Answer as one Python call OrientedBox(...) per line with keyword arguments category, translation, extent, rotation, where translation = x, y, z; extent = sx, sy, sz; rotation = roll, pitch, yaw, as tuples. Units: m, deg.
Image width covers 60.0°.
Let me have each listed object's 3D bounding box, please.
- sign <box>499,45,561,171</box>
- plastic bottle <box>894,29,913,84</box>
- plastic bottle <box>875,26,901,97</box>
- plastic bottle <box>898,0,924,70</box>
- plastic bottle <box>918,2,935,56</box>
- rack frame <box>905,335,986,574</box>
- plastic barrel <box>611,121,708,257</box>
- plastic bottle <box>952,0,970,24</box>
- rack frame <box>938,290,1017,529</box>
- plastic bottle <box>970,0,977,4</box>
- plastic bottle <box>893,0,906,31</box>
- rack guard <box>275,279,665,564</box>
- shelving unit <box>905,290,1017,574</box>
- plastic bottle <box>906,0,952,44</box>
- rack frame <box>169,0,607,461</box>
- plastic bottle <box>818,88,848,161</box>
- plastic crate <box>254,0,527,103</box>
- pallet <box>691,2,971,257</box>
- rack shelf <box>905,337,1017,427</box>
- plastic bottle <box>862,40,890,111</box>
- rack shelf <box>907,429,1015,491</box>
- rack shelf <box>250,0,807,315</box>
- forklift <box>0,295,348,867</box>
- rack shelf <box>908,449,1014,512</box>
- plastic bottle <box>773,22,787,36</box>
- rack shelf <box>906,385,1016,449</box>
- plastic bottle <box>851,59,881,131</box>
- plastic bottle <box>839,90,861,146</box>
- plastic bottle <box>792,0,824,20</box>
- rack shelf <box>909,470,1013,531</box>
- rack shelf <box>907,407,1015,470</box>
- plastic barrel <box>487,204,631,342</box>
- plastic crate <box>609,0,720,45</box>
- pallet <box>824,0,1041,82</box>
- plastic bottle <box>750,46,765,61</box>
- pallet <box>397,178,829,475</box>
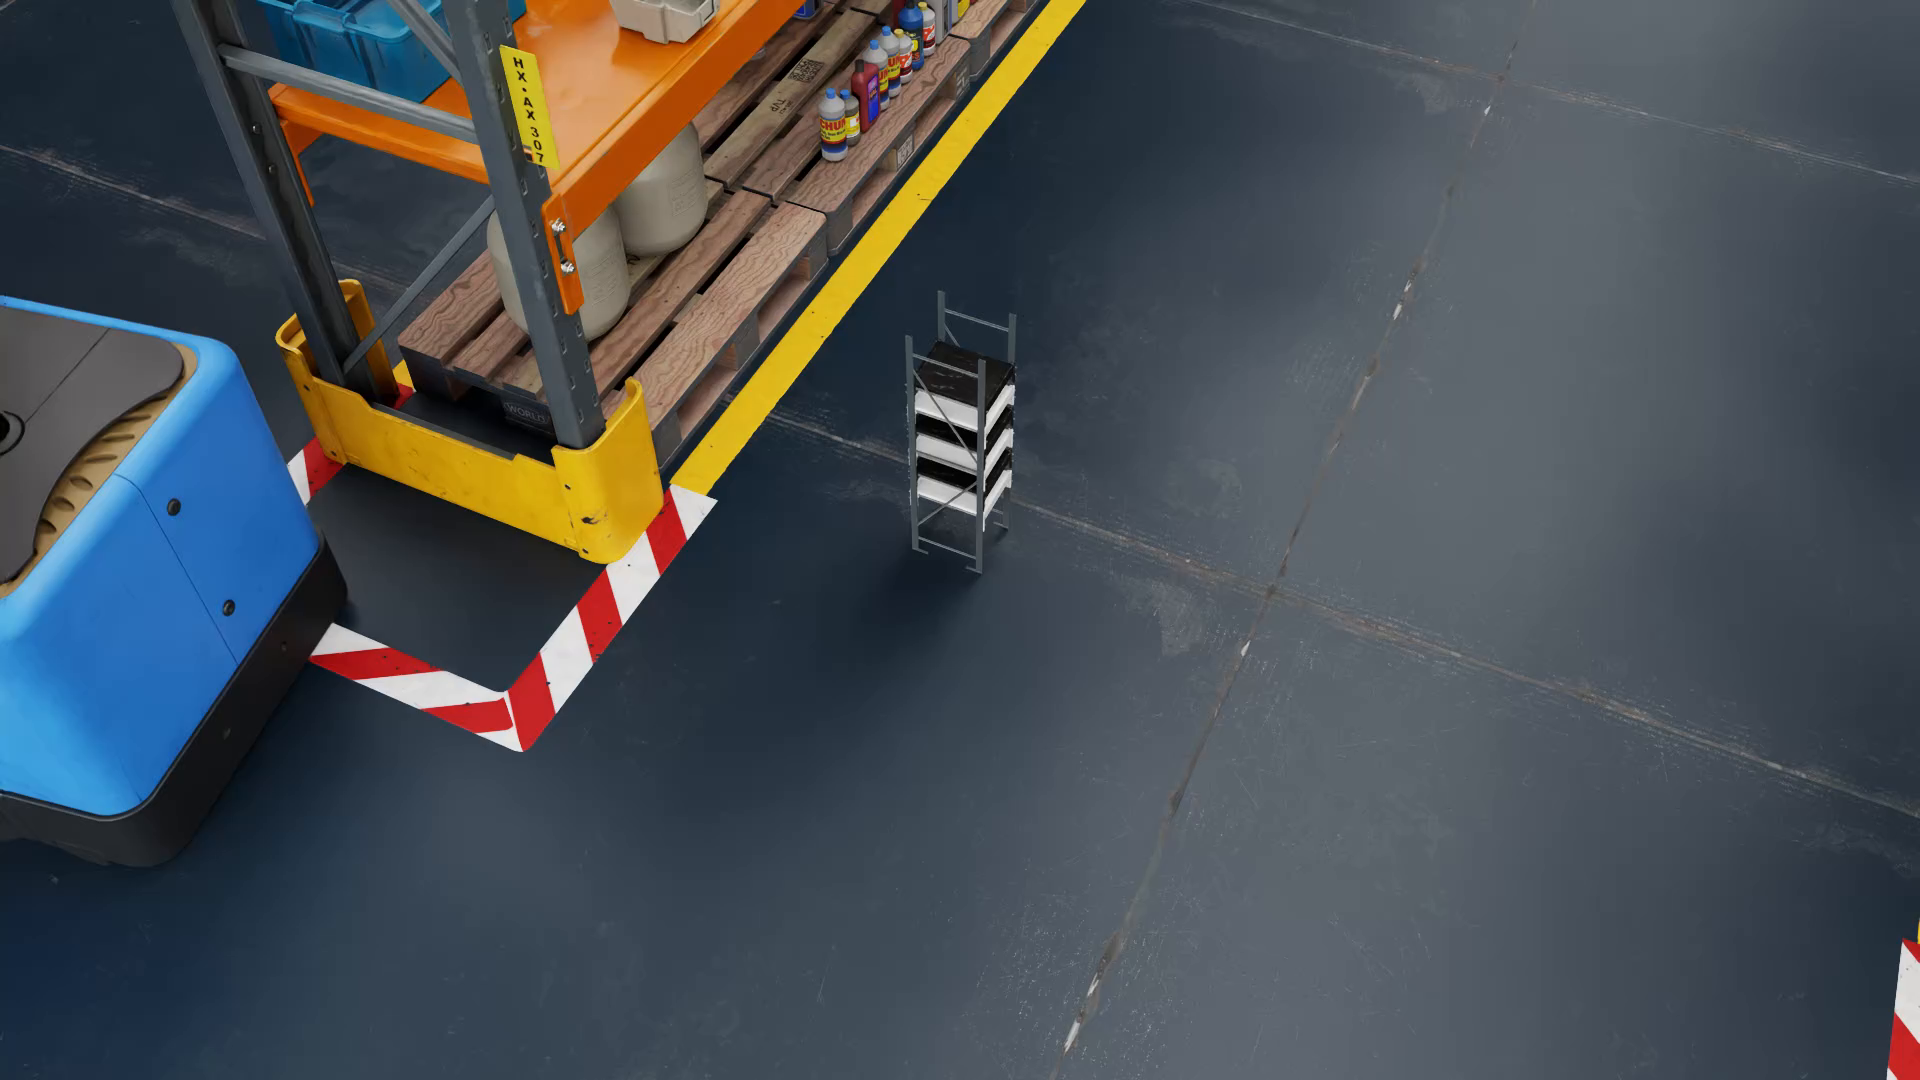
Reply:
OrientedBox(category="sign", translation=(-1.026, -1.029, 3.975), extent=(0.100, 0.325, 0.005), rotation=(20, 52, 16))
OrientedBox(category="plastic bottle", translation=(-0.234, -1.877, 6.427), extent=(0.097, 0.201, 0.097), rotation=(0, 50, 0))
OrientedBox(category="plastic bottle", translation=(-0.276, -1.832, 6.342), extent=(0.097, 0.271, 0.097), rotation=(0, 50, 0))
OrientedBox(category="plastic bottle", translation=(-0.190, -1.971, 6.461), extent=(0.097, 0.271, 0.097), rotation=(0, 50, 0))
OrientedBox(category="plastic bottle", translation=(-0.146, -2.019, 6.547), extent=(0.097, 0.201, 0.097), rotation=(0, 50, 0))
OrientedBox(category="rack frame", translation=(-0.040, -0.227, 4.852), extent=(0.240, 0.900, 0.006), rotation=(20, 52, 16))
OrientedBox(category="plastic barrel", translation=(-1.096, -1.275, 5.723), extent=(0.421, 0.512, 0.421), rotation=(0, 50, 0))
OrientedBox(category="plastic bottle", translation=(-0.047, -2.268, 6.661), extent=(0.144, 0.351, 0.185), rotation=(19, 52, 16))
OrientedBox(category="rack frame", translation=(0.047, -0.367, 4.972), extent=(0.240, 0.900, 0.006), rotation=(20, 52, 16))
OrientedBox(category="plastic bottle", translation=(0.059, -2.343, 6.769), extent=(0.061, 0.283, 0.133), rotation=(23, 53, 18))
OrientedBox(category="plastic bottle", translation=(-0.217, -2.170, 6.622), extent=(0.061, 0.283, 0.133), rotation=(20, 52, 16))
OrientedBox(category="rack guard", translation=(-1.532, -0.379, 5.244), extent=(1.175, 0.500, 0.348), rotation=(20, 52, 16))
OrientedBox(category="shelving unit", translation=(0.003, -0.297, 4.912), extent=(0.258, 0.900, 0.210), rotation=(20, 52, 16))
OrientedBox(category="plastic bottle", translation=(-0.120, -2.133, 6.595), extent=(0.152, 0.276, 0.135), rotation=(21, 53, 17))
OrientedBox(category="rack frame", translation=(-1.522, -1.122, 4.235), extent=(1.000, 3.000, 0.127), rotation=(20, 52, 16))
OrientedBox(category="plastic bottle", translation=(-0.465, -1.527, 6.082), extent=(0.097, 0.271, 0.097), rotation=(0, 50, 0))
OrientedBox(category="plastic crate", translation=(-1.578, -1.515, 4.668), extent=(0.499, 0.251, 0.616), rotation=(20, 52, 16))
OrientedBox(category="pallet", translation=(-0.657, -1.680, 6.541), extent=(1.003, 0.211, 1.213), rotation=(20, 52, 16))
OrientedBox(category="rack shelf", translation=(0.003, -0.451, 4.732), extent=(0.258, 0.077, 0.200), rotation=(20, 52, 16))
OrientedBox(category="plastic bottle", translation=(-0.319, -1.763, 6.283), extent=(0.097, 0.271, 0.097), rotation=(0, 50, 0))
OrientedBox(category="rack shelf", translation=(0.003, -0.276, 4.937), extent=(0.258, 0.077, 0.200), rotation=(20, 52, 16))
OrientedBox(category="rack shelf", translation=(-0.667, -2.266, 5.681), extent=(1.077, 0.370, 4.000), rotation=(20, 52, 16))
OrientedBox(category="forklift", translation=(-3.421, -0.706, 3.926), extent=(3.031, 2.935, 1.130), rotation=(12, 51, 10))
OrientedBox(category="rack shelf", translation=(0.003, -0.217, 5.006), extent=(0.258, 0.077, 0.200), rotation=(20, 52, 16))
OrientedBox(category="plastic bottle", translation=(-0.747, -2.131, 6.642), extent=(0.097, 0.201, 0.097), rotation=(0, 50, 0))
OrientedBox(category="rack shelf", translation=(0.003, -0.392, 4.800), extent=(0.258, 0.077, 0.200), rotation=(20, 52, 16))
OrientedBox(category="plastic bottle", translation=(-0.352, -1.681, 6.205), extent=(0.061, 0.283, 0.133), rotation=(21, 53, 17))
OrientedBox(category="plastic bottle", translation=(-0.421, -1.576, 6.170), extent=(0.097, 0.201, 0.097), rotation=(0, 50, 0))
OrientedBox(category="plastic bottle", translation=(-0.651, -2.261, 6.704), extent=(0.152, 0.276, 0.135), rotation=(20, 52, 16))
OrientedBox(category="rack shelf", translation=(0.003, -0.159, 5.075), extent=(0.258, 0.077, 0.200), rotation=(20, 52, 16))
OrientedBox(category="rack shelf", translation=(0.003, -0.334, 4.869), extent=(0.258, 0.077, 0.200), rotation=(20, 52, 16))
OrientedBox(category="plastic barrel", translation=(-1.310, -0.929, 5.429), extent=(0.421, 0.512, 0.421), rotation=(0, 50, 0))
OrientedBox(category="plastic crate", translation=(-0.849, -1.548, 4.770), extent=(0.298, 0.136, 0.250), rotation=(20, 52, 16))
OrientedBox(category="pallet", translation=(-0.138, -2.523, 7.259), extent=(1.003, 0.211, 1.213), rotation=(20, 52, 16))
OrientedBox(category="plastic bottle", translation=(-0.821, -1.997, 6.528), extent=(0.097, 0.201, 0.097), rotation=(0, 50, 0))
OrientedBox(category="pallet", translation=(-1.180, -0.843, 5.829), extent=(1.003, 0.211, 1.213), rotation=(20, 52, 16))
